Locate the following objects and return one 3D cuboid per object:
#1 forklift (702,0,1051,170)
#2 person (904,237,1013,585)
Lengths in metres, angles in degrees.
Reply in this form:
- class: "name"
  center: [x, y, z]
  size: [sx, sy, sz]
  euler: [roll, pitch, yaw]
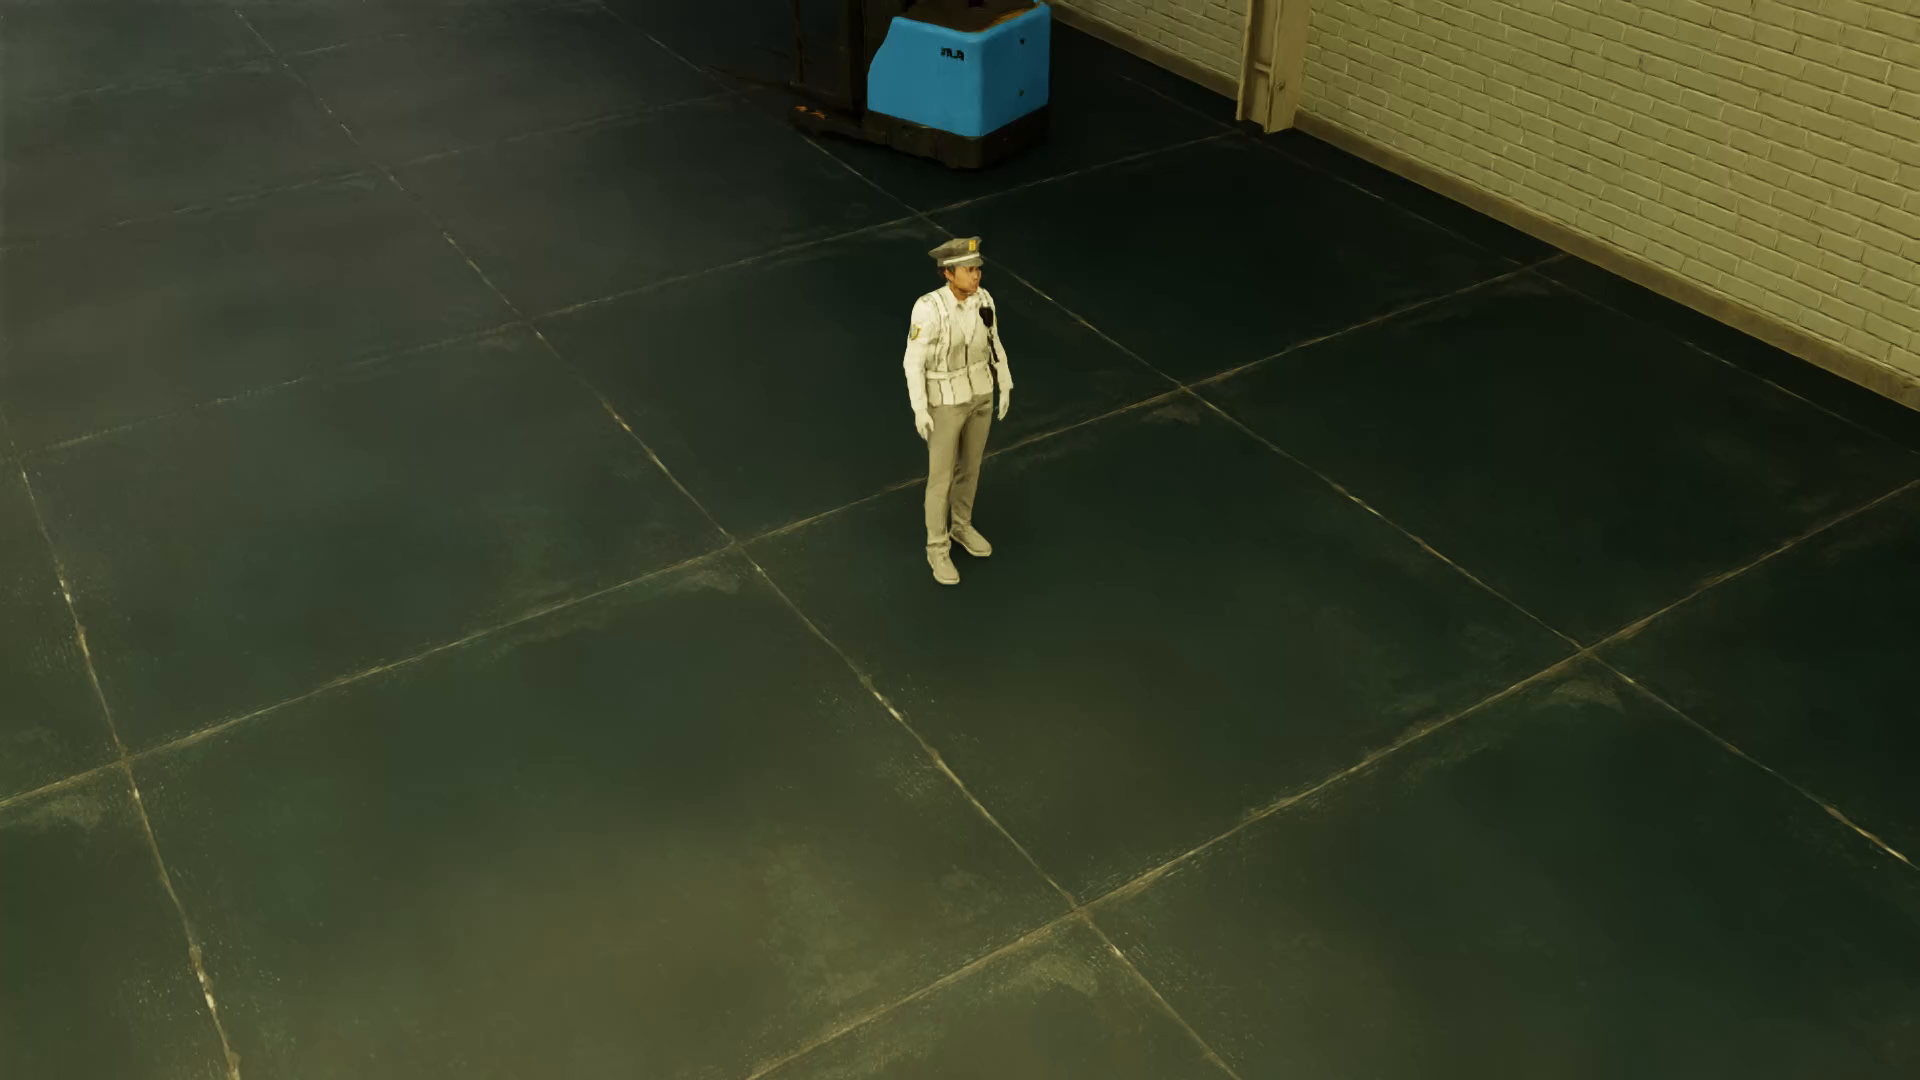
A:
- class: "forklift"
  center: [-0.773, -4.688, 12.819]
  size: [3.031, 2.935, 1.130]
  euler: [23, 41, 29]
- class: "person"
  center: [0.031, -0.665, 8.156]
  size: [0.586, 1.695, 0.532]
  euler: [-21, 40, -27]
